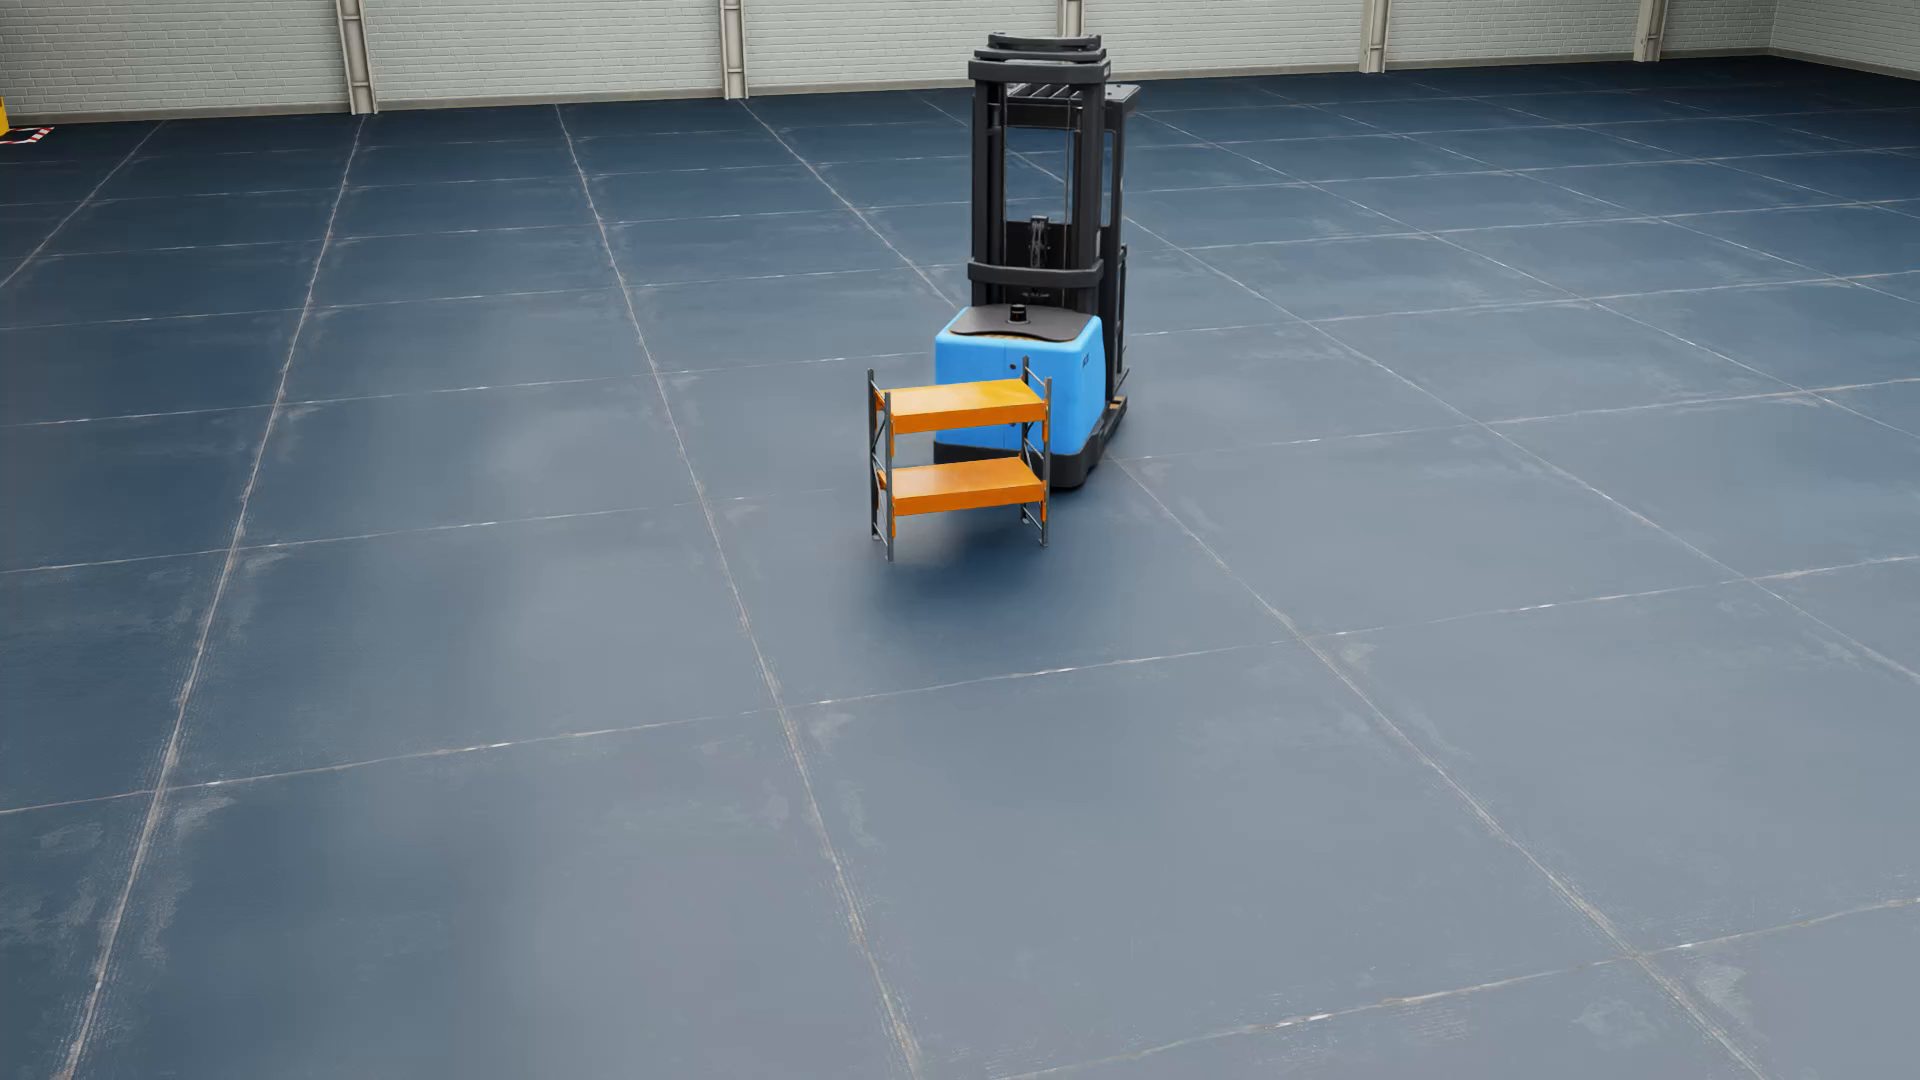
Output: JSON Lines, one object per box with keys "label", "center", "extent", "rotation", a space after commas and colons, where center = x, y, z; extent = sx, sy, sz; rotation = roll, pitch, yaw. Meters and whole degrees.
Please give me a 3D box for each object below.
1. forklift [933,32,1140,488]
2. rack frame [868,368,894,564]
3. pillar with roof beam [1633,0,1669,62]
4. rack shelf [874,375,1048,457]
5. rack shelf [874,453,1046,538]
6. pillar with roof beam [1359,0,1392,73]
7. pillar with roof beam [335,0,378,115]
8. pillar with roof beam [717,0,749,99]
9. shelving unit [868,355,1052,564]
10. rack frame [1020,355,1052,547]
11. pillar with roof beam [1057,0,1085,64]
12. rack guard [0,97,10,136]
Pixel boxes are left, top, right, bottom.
{"label": "forklift", "center": [0.685, -2.260, 12.299], "extent": [1.130, 2.935, 3.031], "rotation": [6, 24, 14]}
{"label": "rack frame", "center": [-0.496, -0.462, 10.400], "extent": [0.032, 1.125, 0.500], "rotation": [-6, 24, -14]}
{"label": "pillar with roof beam", "center": [14.676, -11.951, 27.190], "extent": [0.400, 9.000, 9.100], "rotation": [-6, 24, -14]}
{"label": "rack shelf", "center": [-0.007, -0.785, 10.411], "extent": [1.000, 0.278, 0.538], "rotation": [-6, 24, -14]}
{"label": "rack shelf", "center": [-0.007, -0.292, 10.623], "extent": [1.000, 0.278, 0.538], "rotation": [-6, 24, -14]}
{"label": "pillar with roof beam", "center": [8.899, -11.312, 25.700], "extent": [0.400, 9.000, 9.100], "rotation": [-6, 24, -14]}
{"label": "pillar with roof beam", "center": [-8.432, -9.394, 21.232], "extent": [0.400, 9.000, 9.100], "rotation": [-6, 24, -14]}
{"label": "pillar with roof beam", "center": [-2.655, -10.034, 22.722], "extent": [0.400, 9.000, 9.100], "rotation": [-6, 24, -14]}
{"label": "shelving unit", "center": [-0.007, -0.516, 10.527], "extent": [1.048, 1.125, 0.538], "rotation": [-6, 24, -14]}
{"label": "rack frame", "center": [0.483, -0.570, 10.653], "extent": [0.032, 1.125, 0.500], "rotation": [-6, 24, -14]}
{"label": "pillar with roof beam", "center": [3.122, -10.673, 24.211], "extent": [0.400, 9.000, 9.100], "rotation": [-6, 24, -14]}
{"label": "rack guard", "center": [-14.435, -6.219, 24.609], "extent": [0.348, 0.500, 1.175], "rotation": [-6, 24, -14]}
